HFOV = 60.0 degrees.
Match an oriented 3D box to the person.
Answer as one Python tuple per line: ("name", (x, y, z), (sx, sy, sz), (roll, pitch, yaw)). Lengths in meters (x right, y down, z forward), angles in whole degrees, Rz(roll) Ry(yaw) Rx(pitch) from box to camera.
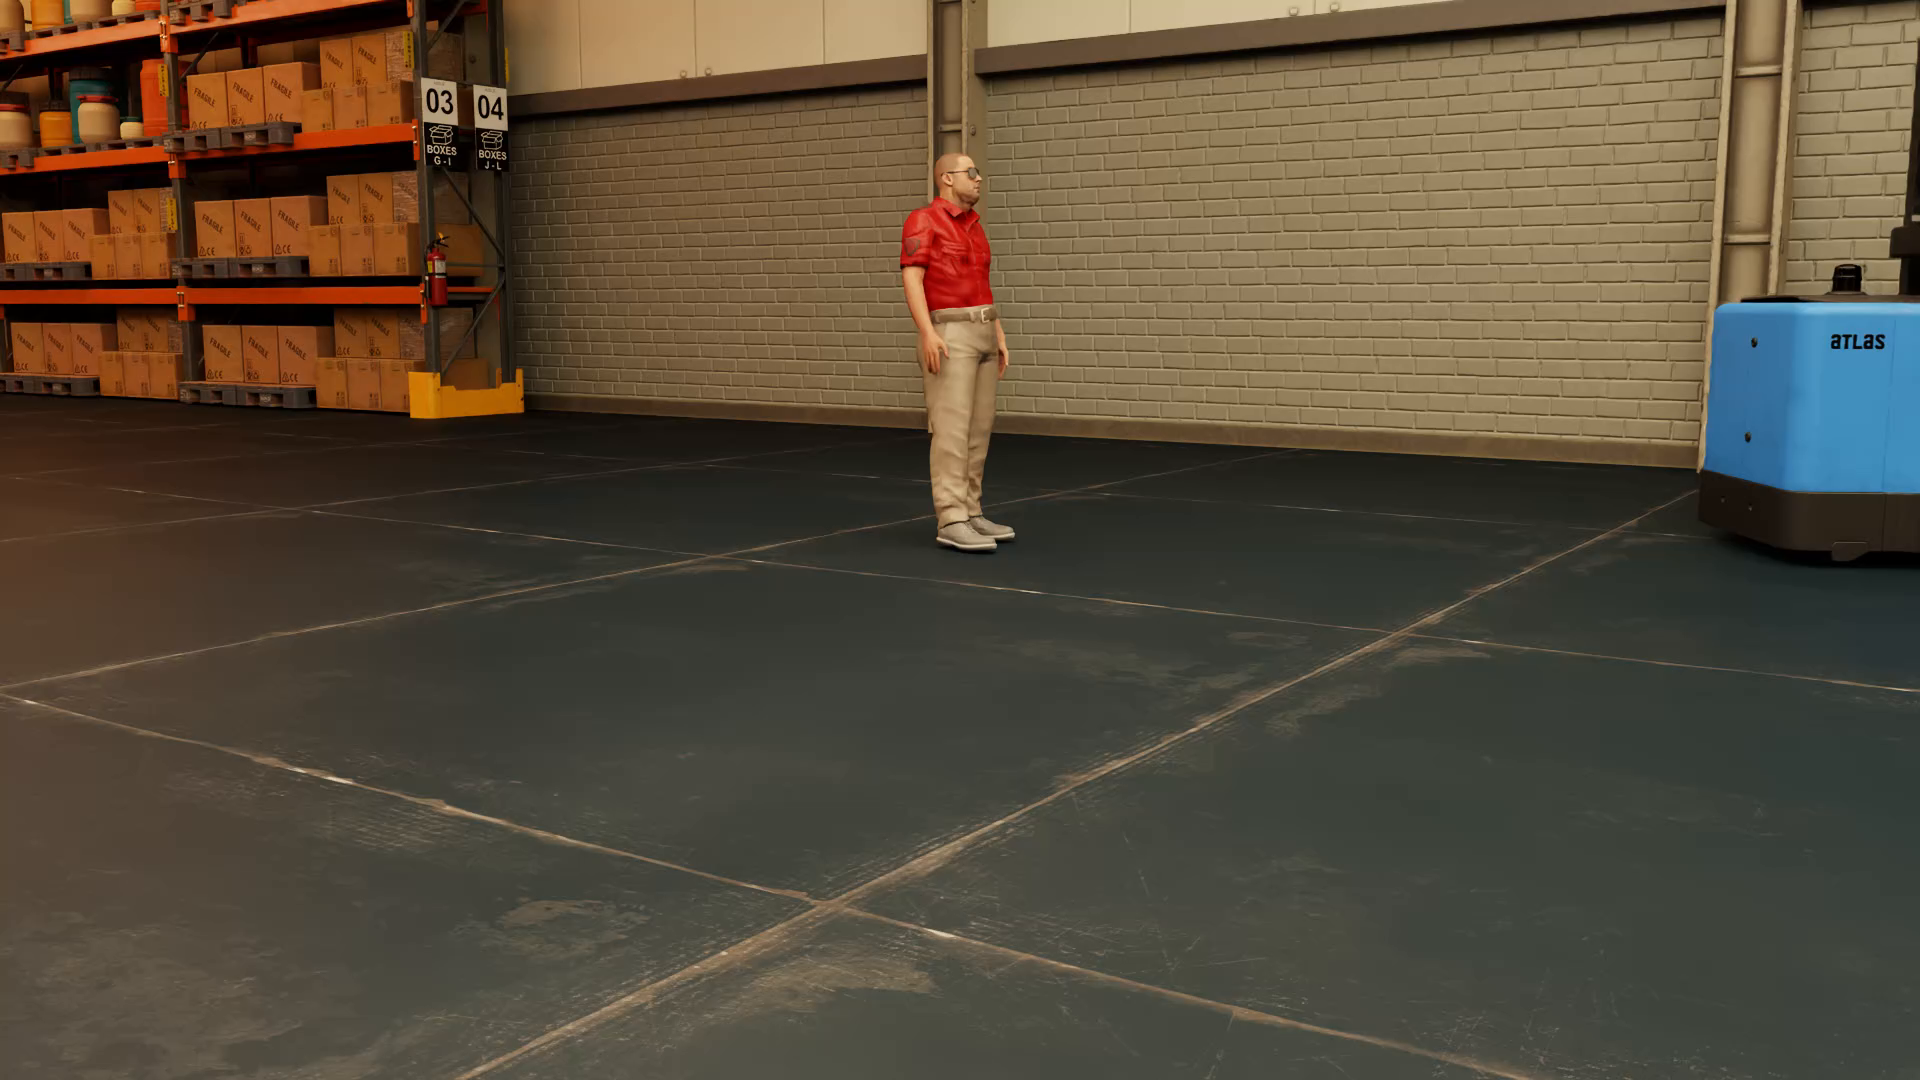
("person", (0.068, -0.856, 7.421), (0.550, 1.728, 0.641), (5, 10, 34))

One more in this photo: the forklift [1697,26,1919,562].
("forklift", (4.911, -1.395, 7.006), (3.031, 2.935, 1.130), (1, 8, 4))
